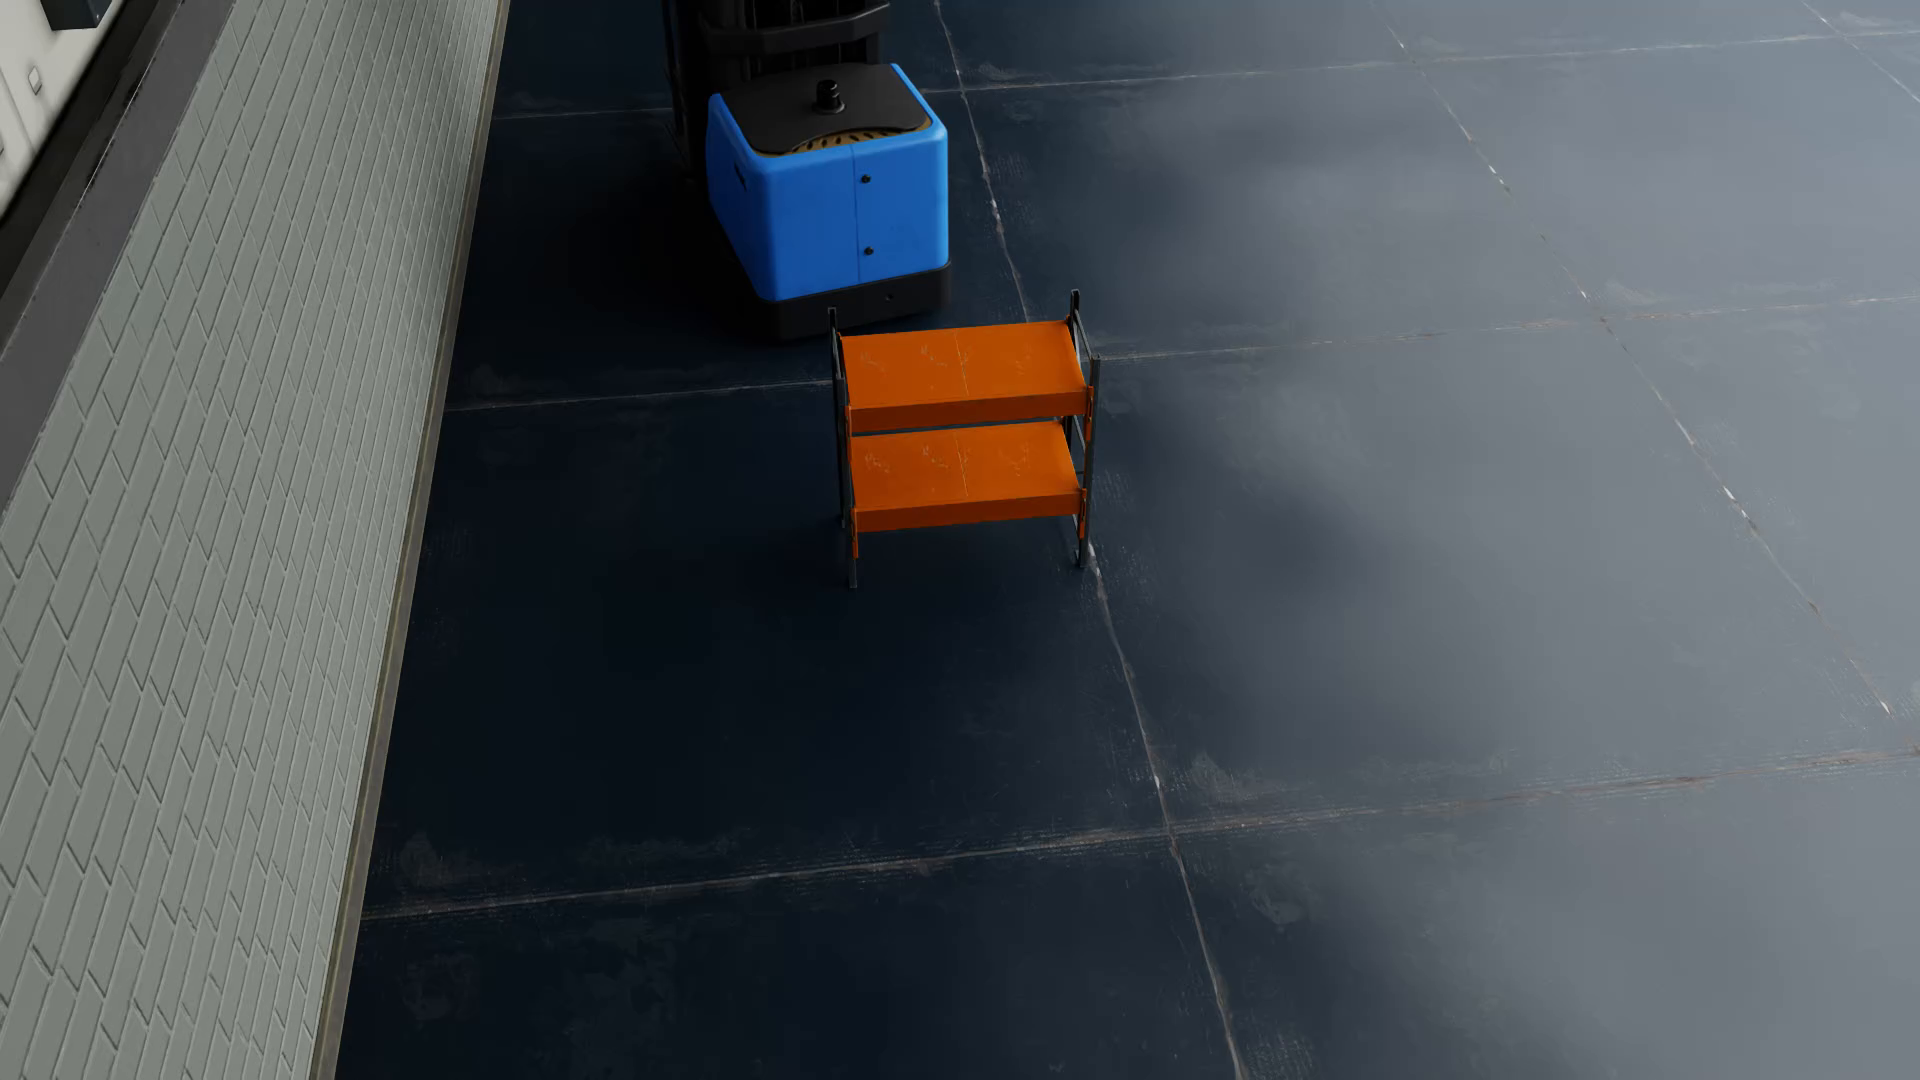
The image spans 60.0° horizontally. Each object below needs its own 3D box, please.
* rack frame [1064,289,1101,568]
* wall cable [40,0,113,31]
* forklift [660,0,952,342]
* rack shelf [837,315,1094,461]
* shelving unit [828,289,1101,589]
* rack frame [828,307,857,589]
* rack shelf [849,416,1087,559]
[{"bbox_3d":[0.511,-0.462,7.138,0.032,1.125,0.500,-5,42,-6],"label":"rack frame"},{"bbox_3d":[-2.303,-4.246,2.915,0.169,6.003,2.305,-5,42,-6],"label":"wall cable"},{"bbox_3d":[-1.040,-3.096,8.709,1.130,2.935,3.031,-14,44,-15],"label":"forklift"},{"bbox_3d":[0.007,-0.636,6.893,1.000,0.278,0.538,-5,42,-6],"label":"rack shelf"},{"bbox_3d":[0.007,-0.418,7.089,1.048,1.125,0.538,-5,42,-6],"label":"shelving unit"},{"bbox_3d":[-0.497,-0.374,7.040,0.032,1.125,0.500,-5,42,-6],"label":"rack frame"},{"bbox_3d":[0.007,-0.237,7.253,1.000,0.278,0.538,-5,42,-6],"label":"rack shelf"}]
